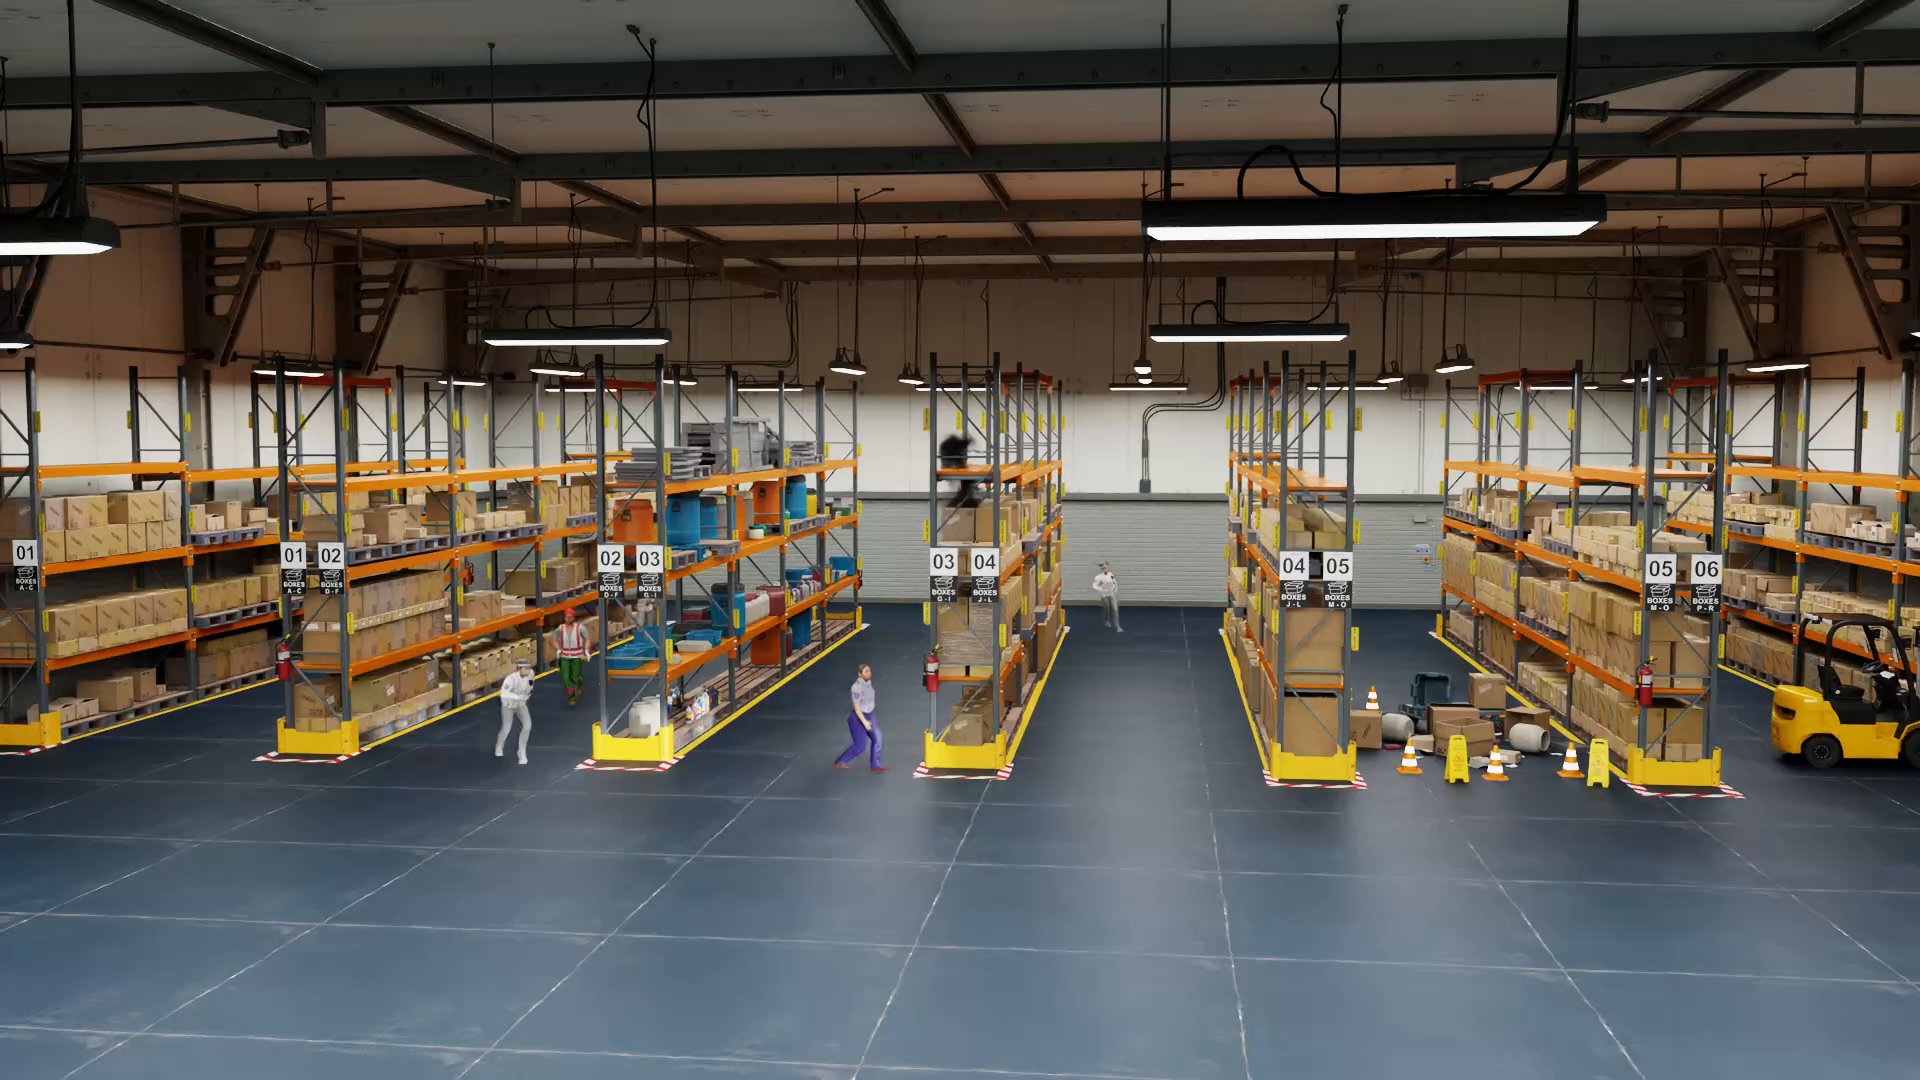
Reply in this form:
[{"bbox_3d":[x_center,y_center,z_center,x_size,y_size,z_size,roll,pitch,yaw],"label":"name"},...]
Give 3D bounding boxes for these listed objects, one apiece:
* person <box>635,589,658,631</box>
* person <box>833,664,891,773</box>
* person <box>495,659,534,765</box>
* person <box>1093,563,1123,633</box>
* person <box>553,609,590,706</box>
[{"bbox_3d":[-6.879,1.589,36.466,0.580,1.731,0.724,0,4,4],"label":"person"},{"bbox_3d":[-1.401,2.590,23.698,0.808,1.506,0.546,1,4,18],"label":"person"},{"bbox_3d":[-6.576,2.513,24.505,0.617,1.610,0.951,-4,6,-45],"label":"person"},{"bbox_3d":[3.489,1.361,39.894,0.648,1.669,0.869,-1,4,-18],"label":"person"},{"bbox_3d":[-6.855,2.066,29.350,0.654,1.728,0.643,0,4,-1],"label":"person"}]
